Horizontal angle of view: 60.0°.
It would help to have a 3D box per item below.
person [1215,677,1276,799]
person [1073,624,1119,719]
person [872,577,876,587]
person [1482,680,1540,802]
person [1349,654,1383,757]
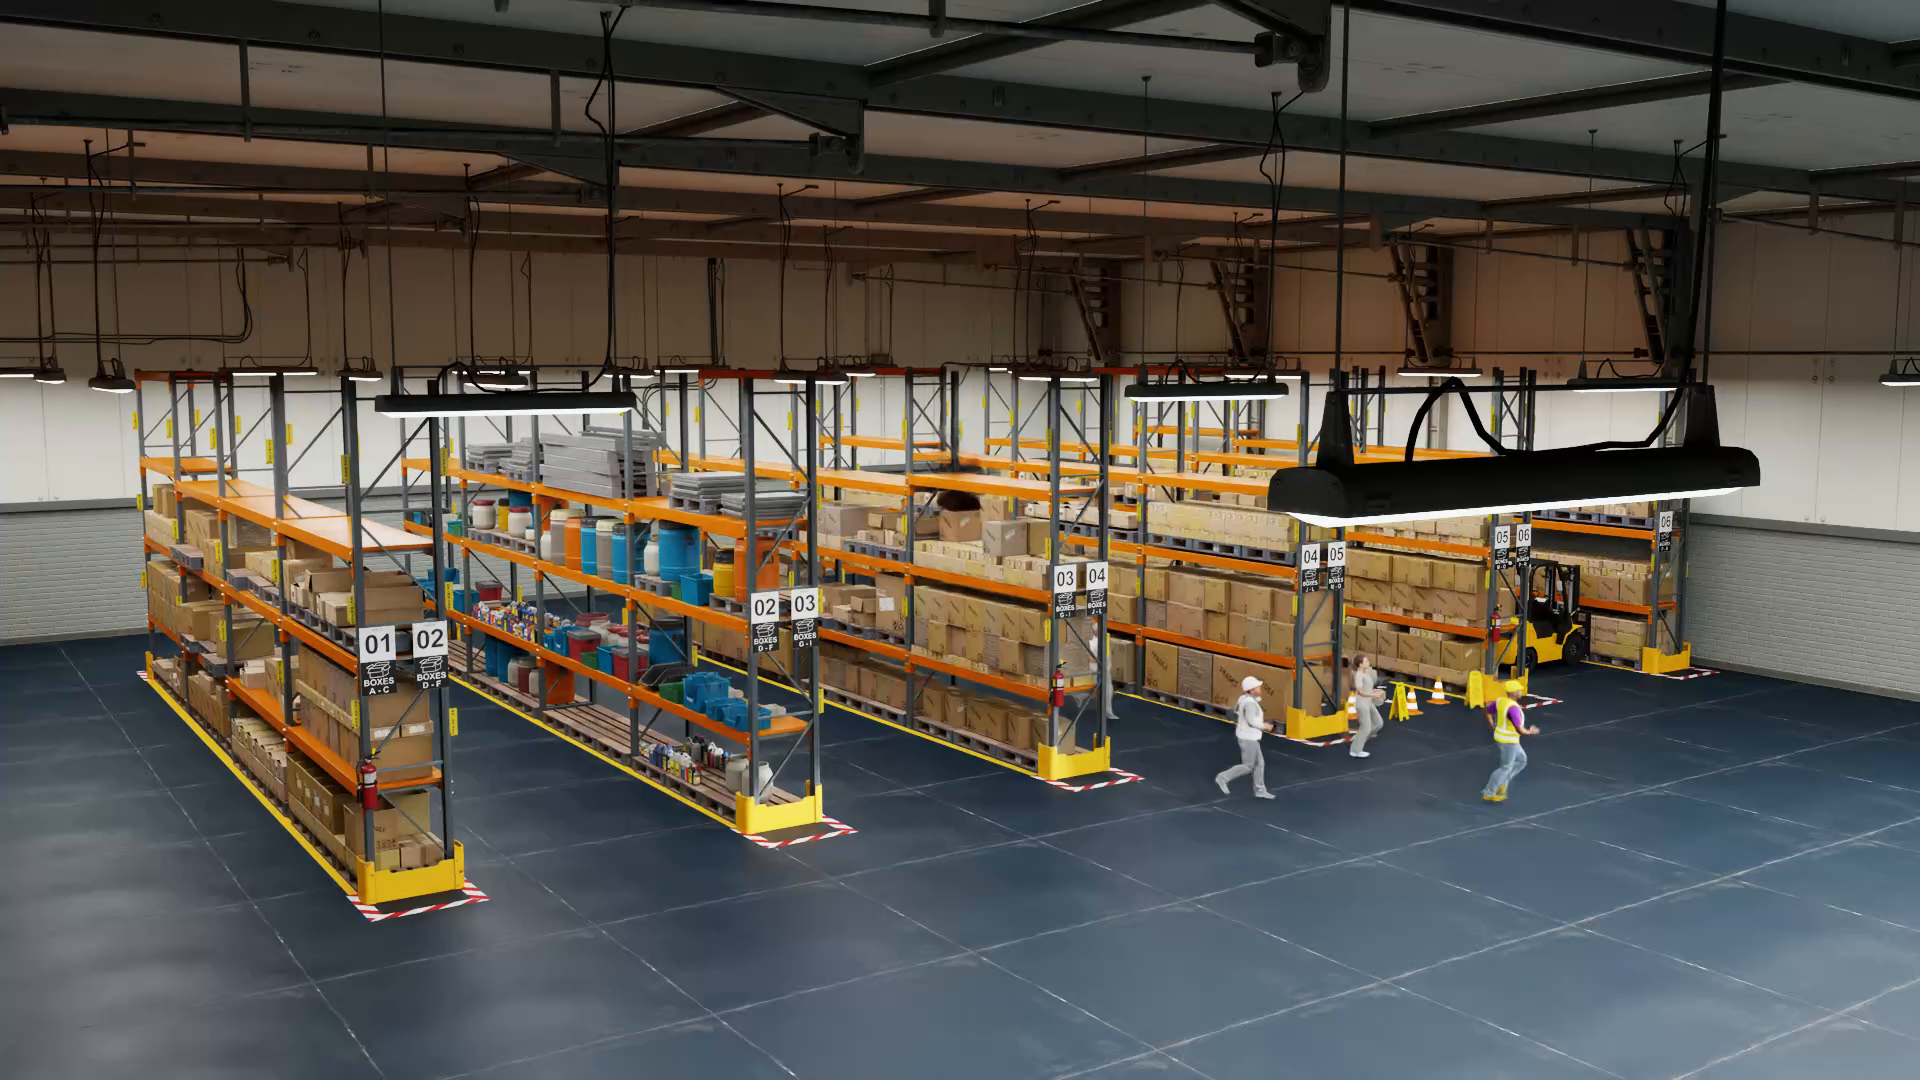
[{"bbox_3d":[4.046,2.808,23.565,0.904,1.775,0.670,0,6,0],"label":"person"},{"bbox_3d":[2.393,2.261,28.794,0.886,1.641,0.609,6,8,40],"label":"person"},{"bbox_3d":[-2.074,0.804,41.925,0.523,1.596,0.628,6,9,41],"label":"person"},{"bbox_3d":[7.742,2.823,23.381,0.757,1.737,0.673,0,6,2],"label":"person"},{"bbox_3d":[6.349,2.586,25.995,0.518,1.624,0.568,3,7,26],"label":"person"}]
